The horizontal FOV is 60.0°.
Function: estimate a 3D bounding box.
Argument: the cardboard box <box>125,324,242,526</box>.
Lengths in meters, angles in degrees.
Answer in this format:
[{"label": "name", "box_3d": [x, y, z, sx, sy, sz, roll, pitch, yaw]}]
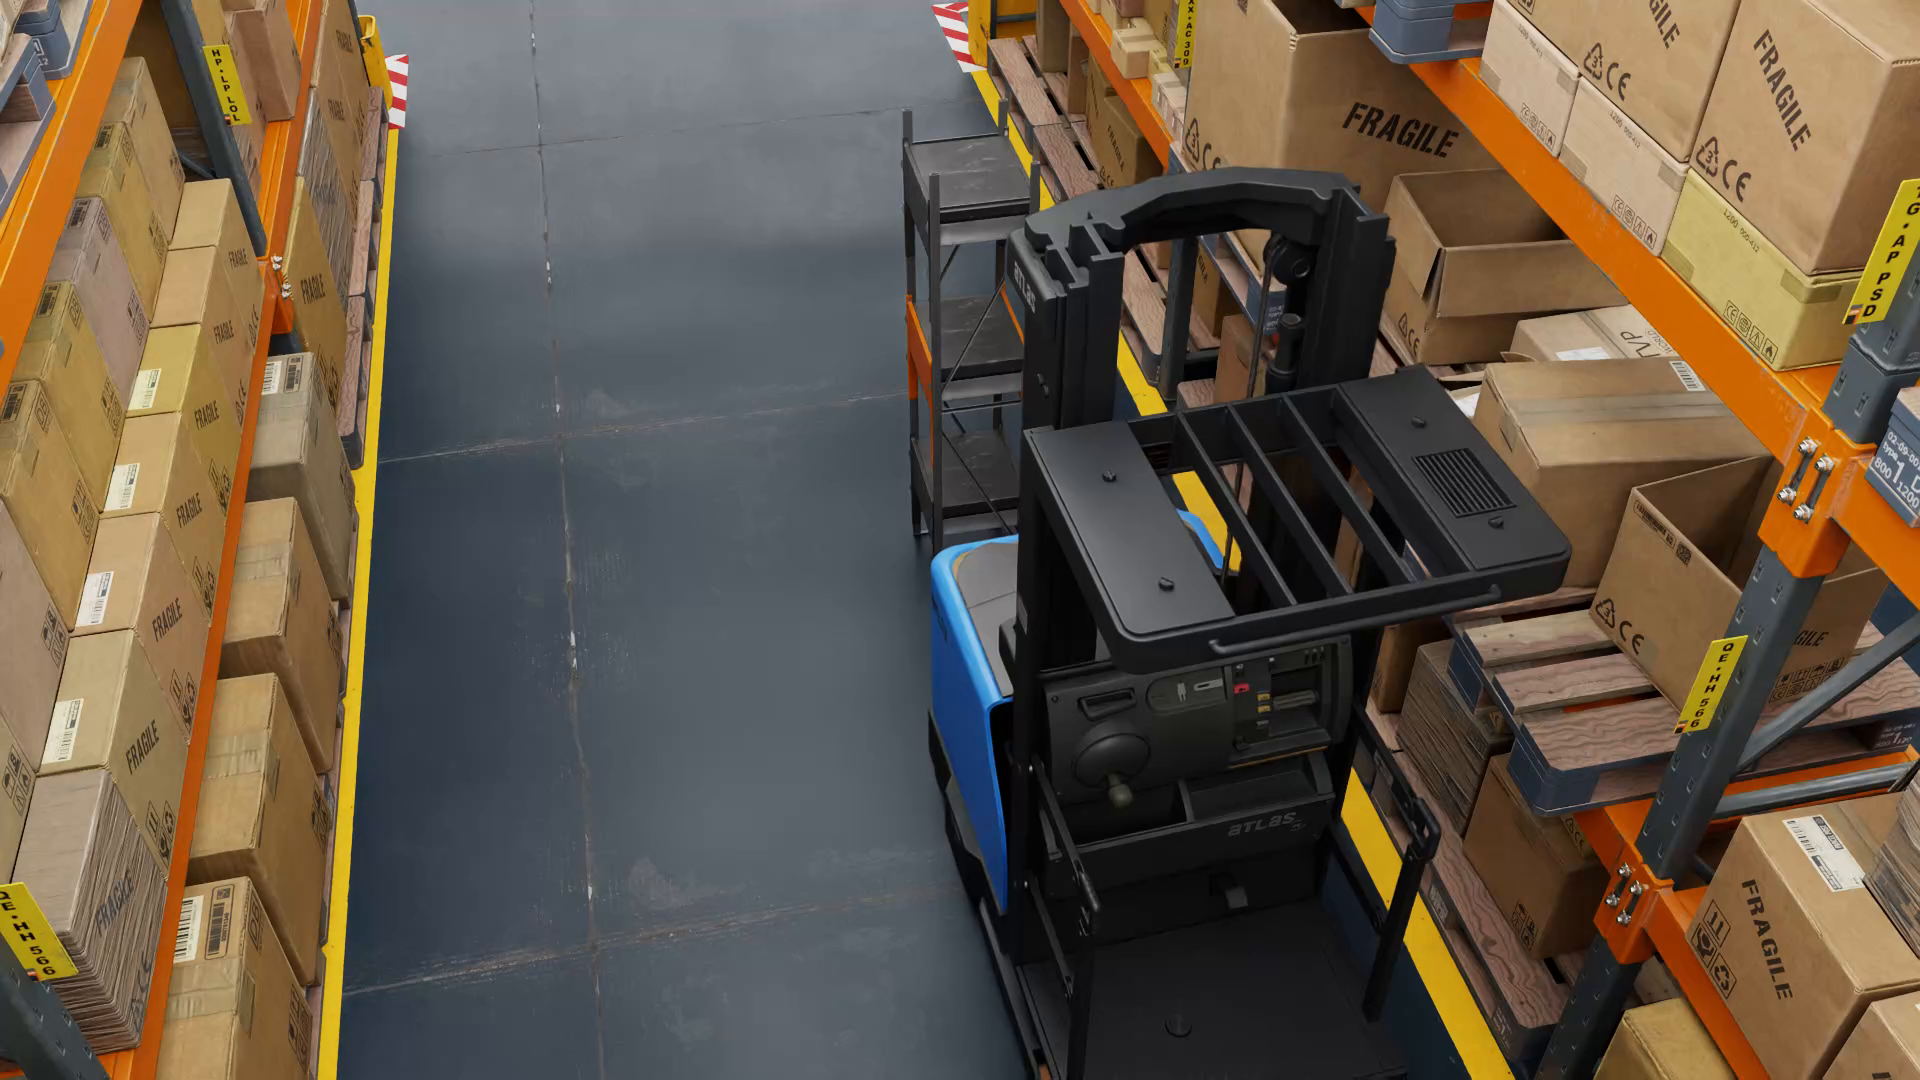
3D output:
[{"label": "cardboard box", "box_3d": [-2.776, -0.354, 5.596, 0.500, 0.500, 0.500, -8, 42, -9]}]

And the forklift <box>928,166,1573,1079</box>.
[{"label": "forklift", "box_3d": [0.756, 0.600, 4.648, 1.130, 2.935, 3.031, -10, 43, -11]}]

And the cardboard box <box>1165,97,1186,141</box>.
[{"label": "cardboard box", "box_3d": [1.164, -1.921, 7.625, 0.380, 0.149, 0.250, -8, 42, -9]}]

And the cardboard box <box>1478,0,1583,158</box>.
[{"label": "cardboard box", "box_3d": [1.793, -1.309, 4.600, 0.500, 0.250, 0.500, -7, 42, -8]}]

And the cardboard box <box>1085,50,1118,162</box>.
[{"label": "cardboard box", "box_3d": [1.032, -2.534, 9.694, 0.500, 0.500, 0.500, -5, 42, -5]}]

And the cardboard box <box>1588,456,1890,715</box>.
[{"label": "cardboard box", "box_3d": [2.205, 0.137, 4.726, 0.500, 0.500, 0.500, -13, 43, -15]}]

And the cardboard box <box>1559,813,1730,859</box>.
[{"label": "cardboard box", "box_3d": [2.187, 0.735, 5.430, 0.500, 0.250, 0.500, -7, 42, -8]}]

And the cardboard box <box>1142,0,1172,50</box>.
[{"label": "cardboard box", "box_3d": [1.387, -2.696, 8.010, 0.875, 0.500, 0.500, -8, 42, -9]}]

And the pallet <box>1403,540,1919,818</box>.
[{"label": "pallet", "box_3d": [2.103, 0.301, 5.078, 1.213, 0.211, 1.003, -8, 42, -9]}]

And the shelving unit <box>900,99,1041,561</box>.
[{"label": "shelving unit", "box_3d": [0.036, -0.678, 6.714, 0.431, 2.100, 0.503, -8, 42, -9]}]

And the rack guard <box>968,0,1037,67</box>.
[{"label": "rack guard", "box_3d": [0.650, -3.526, 11.127, 1.175, 0.500, 0.348, -8, 42, -9]}]

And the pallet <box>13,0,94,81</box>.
[{"label": "pallet", "box_3d": [-3.121, -1.735, 5.112, 0.805, 0.209, 1.217, -10, 43, -11]}]

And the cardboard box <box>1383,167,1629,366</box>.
[{"label": "cardboard box", "box_3d": [1.962, -1.003, 6.007, 0.797, 0.503, 0.637, -4, 42, -5]}]

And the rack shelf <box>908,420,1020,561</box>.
[{"label": "rack shelf", "box_3d": [0.036, -0.144, 7.188, 0.431, 0.518, 0.480, -8, 42, -9]}]

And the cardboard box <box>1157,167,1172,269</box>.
[{"label": "cardboard box", "box_3d": [1.319, -1.775, 8.838, 0.500, 0.500, 0.500, 4, 42, 4]}]

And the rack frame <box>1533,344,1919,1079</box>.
[{"label": "rack frame", "box_3d": [2.361, 0.676, 4.511, 1.000, 3.000, 0.127, -8, 42, -9]}]

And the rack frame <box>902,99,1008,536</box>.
[{"label": "rack frame", "box_3d": [-0.017, -0.836, 6.892, 0.400, 2.100, 0.015, -8, 42, -9]}]

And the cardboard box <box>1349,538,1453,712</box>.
[{"label": "cardboard box", "box_3d": [1.935, 0.290, 6.497, 0.700, 0.500, 0.500, -5, 42, -6]}]

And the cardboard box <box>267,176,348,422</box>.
[{"label": "cardboard box", "box_3d": [-3.435, -1.052, 7.742, 0.875, 0.875, 0.875, -8, 42, -9]}]

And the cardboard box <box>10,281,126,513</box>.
[{"label": "cardboard box", "box_3d": [-2.925, -0.374, 4.865, 0.700, 0.500, 0.500, -9, 42, -10]}]

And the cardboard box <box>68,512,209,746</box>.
[{"label": "cardboard box", "box_3d": [-2.558, 0.298, 4.862, 0.500, 0.500, 0.500, -8, 42, -9]}]

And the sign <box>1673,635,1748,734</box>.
[{"label": "sign", "box_3d": [1.833, 0.356, 4.059, 0.100, 0.325, 0.005, -8, 42, -9]}]

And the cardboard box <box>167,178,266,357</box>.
[{"label": "cardboard box", "box_3d": [-2.994, -1.010, 6.334, 0.500, 0.500, 0.500, -9, 42, -10]}]

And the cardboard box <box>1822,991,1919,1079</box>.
[{"label": "cardboard box", "box_3d": [2.314, 1.326, 3.703, 0.500, 0.500, 0.500, -9, 42, -10]}]

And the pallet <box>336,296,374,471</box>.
[{"label": "pallet", "box_3d": [-3.455, -0.733, 8.199, 1.003, 0.211, 1.213, -8, 42, -9]}]

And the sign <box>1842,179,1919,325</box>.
[{"label": "sign", "box_3d": [1.830, -0.563, 3.258, 0.100, 0.325, 0.005, -8, 42, -9]}]

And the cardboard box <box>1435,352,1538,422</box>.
[{"label": "cardboard box", "box_3d": [1.737, -0.473, 5.591, 0.396, 0.266, 0.258, -9, 42, -10]}]

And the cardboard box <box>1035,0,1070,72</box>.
[{"label": "cardboard box", "box_3d": [0.752, -3.325, 10.585, 0.500, 0.500, 0.500, -1, 42, -1]}]

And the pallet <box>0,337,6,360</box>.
[{"label": "pallet", "box_3d": [-2.695, -0.140, 3.313, 1.213, 0.211, 1.003, -7, 42, -7]}]

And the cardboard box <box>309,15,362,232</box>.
[{"label": "cardboard box", "box_3d": [-3.828, -2.227, 9.065, 0.875, 0.875, 0.875, -9, 42, -10]}]

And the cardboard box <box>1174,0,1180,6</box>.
[{"label": "cardboard box", "box_3d": [1.132, -2.692, 7.252, 0.500, 0.500, 0.500, -8, 42, -9]}]

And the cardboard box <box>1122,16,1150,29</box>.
[{"label": "cardboard box", "box_3d": [1.036, -2.582, 8.370, 0.380, 0.149, 0.250, -8, 42, -9]}]

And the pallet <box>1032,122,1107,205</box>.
[{"label": "pallet", "box_3d": [1.051, -2.097, 9.735, 1.003, 0.211, 1.213, -8, 42, -9]}]

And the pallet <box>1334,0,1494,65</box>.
[{"label": "pallet", "box_3d": [1.753, -1.882, 5.274, 1.213, 0.211, 1.003, -8, 42, -9]}]

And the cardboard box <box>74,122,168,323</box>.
[{"label": "cardboard box", "box_3d": [-3.142, -1.029, 5.603, 0.700, 0.500, 0.500, -9, 42, -10]}]

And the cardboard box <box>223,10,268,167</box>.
[{"label": "cardboard box", "box_3d": [-3.600, -1.919, 7.321, 0.875, 0.550, 0.550, -8, 42, -9]}]

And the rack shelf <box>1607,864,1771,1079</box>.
[{"label": "rack shelf", "box_3d": [2.792, 2.241, 3.290, 1.077, 0.370, 4.000, -8, 42, -9]}]

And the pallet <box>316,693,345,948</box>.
[{"label": "pallet", "box_3d": [-2.861, 1.053, 6.187, 1.003, 0.211, 1.213, -8, 42, -9]}]

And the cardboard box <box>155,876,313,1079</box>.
[{"label": "cardboard box", "box_3d": [-2.548, 1.597, 4.851, 1.050, 0.750, 0.750, -9, 42, -10]}]

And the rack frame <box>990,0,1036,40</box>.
[{"label": "rack frame", "box_3d": [0.634, -4.510, 10.353, 1.000, 3.000, 0.127, -8, 42, -9]}]

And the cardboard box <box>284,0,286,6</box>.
[{"label": "cardboard box", "box_3d": [-3.968, -2.953, 8.485, 0.875, 0.550, 0.550, -8, 42, -9]}]

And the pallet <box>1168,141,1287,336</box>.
[{"label": "pallet", "box_3d": [1.520, -1.329, 6.914, 1.003, 0.211, 1.213, -8, 42, -9]}]

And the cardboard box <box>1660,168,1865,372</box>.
[{"label": "cardboard box", "box_3d": [2.019, -0.663, 3.873, 0.500, 0.250, 0.500, -8, 42, -9]}]

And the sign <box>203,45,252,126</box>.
[{"label": "sign", "box_3d": [-2.840, -1.760, 6.442, 0.100, 0.325, 0.005, -8, 42, -9]}]

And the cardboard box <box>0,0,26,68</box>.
[{"label": "cardboard box", "box_3d": [-2.774, -1.450, 4.322, 0.500, 0.311, 0.500, -10, 43, -11]}]

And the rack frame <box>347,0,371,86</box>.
[{"label": "rack frame", "box_3d": [-4.231, -3.865, 9.626, 1.000, 3.000, 0.127, -8, 42, -9]}]

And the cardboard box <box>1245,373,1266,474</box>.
[{"label": "cardboard box", "box_3d": [1.693, -0.434, 7.313, 0.700, 0.500, 0.500, -9, 42, -10]}]

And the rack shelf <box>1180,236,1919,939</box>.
[{"label": "rack shelf", "box_3d": [1.929, -0.352, 6.210, 1.077, 0.370, 4.000, -8, 42, -9]}]

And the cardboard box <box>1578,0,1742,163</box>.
[{"label": "cardboard box", "box_3d": [1.892, -1.275, 3.997, 0.500, 0.500, 0.500, -8, 42, -9]}]

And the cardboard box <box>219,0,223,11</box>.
[{"label": "cardboard box", "box_3d": [-3.646, -2.316, 6.955, 0.875, 0.550, 0.550, -8, 42, -9]}]

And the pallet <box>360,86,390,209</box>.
[{"label": "pallet", "box_3d": [-3.982, -2.315, 9.981, 1.003, 0.211, 1.213, -8, 42, -9]}]

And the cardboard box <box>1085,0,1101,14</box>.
[{"label": "cardboard box", "box_3d": [0.854, -2.895, 8.723, 0.380, 0.149, 0.250, -8, 42, -9]}]

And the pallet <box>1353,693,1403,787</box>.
[{"label": "pallet", "box_3d": [1.934, 0.422, 6.897, 1.003, 0.211, 1.213, -8, 42, -9]}]

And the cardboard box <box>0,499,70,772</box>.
[{"label": "cardboard box", "box_3d": [-2.702, 0.289, 4.118, 0.700, 0.500, 0.500, -9, 42, -10]}]

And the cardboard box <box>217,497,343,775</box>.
[{"label": "cardboard box", "box_3d": [-2.941, 0.428, 6.169, 1.050, 0.750, 0.750, -8, 42, -9]}]

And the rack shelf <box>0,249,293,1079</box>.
[{"label": "rack shelf", "box_3d": [-2.936, 0.293, 5.484, 1.077, 0.370, 4.000, -8, 42, -9]}]

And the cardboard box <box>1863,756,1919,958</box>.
[{"label": "cardboard box", "box_3d": [2.503, 0.739, 3.608, 0.797, 0.503, 0.637, -7, 42, -8]}]

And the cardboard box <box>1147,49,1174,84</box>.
[{"label": "cardboard box", "box_3d": [1.124, -2.255, 8.001, 0.380, 0.149, 0.250, -8, 42, -9]}]

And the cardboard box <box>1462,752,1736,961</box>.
[{"label": "cardboard box", "box_3d": [2.197, 1.014, 5.681, 0.700, 0.500, 0.500, -10, 43, -12]}]

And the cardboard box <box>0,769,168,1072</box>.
[{"label": "cardboard box", "box_3d": [-2.337, 0.954, 4.123, 0.500, 0.500, 0.500, -8, 42, -9]}]
